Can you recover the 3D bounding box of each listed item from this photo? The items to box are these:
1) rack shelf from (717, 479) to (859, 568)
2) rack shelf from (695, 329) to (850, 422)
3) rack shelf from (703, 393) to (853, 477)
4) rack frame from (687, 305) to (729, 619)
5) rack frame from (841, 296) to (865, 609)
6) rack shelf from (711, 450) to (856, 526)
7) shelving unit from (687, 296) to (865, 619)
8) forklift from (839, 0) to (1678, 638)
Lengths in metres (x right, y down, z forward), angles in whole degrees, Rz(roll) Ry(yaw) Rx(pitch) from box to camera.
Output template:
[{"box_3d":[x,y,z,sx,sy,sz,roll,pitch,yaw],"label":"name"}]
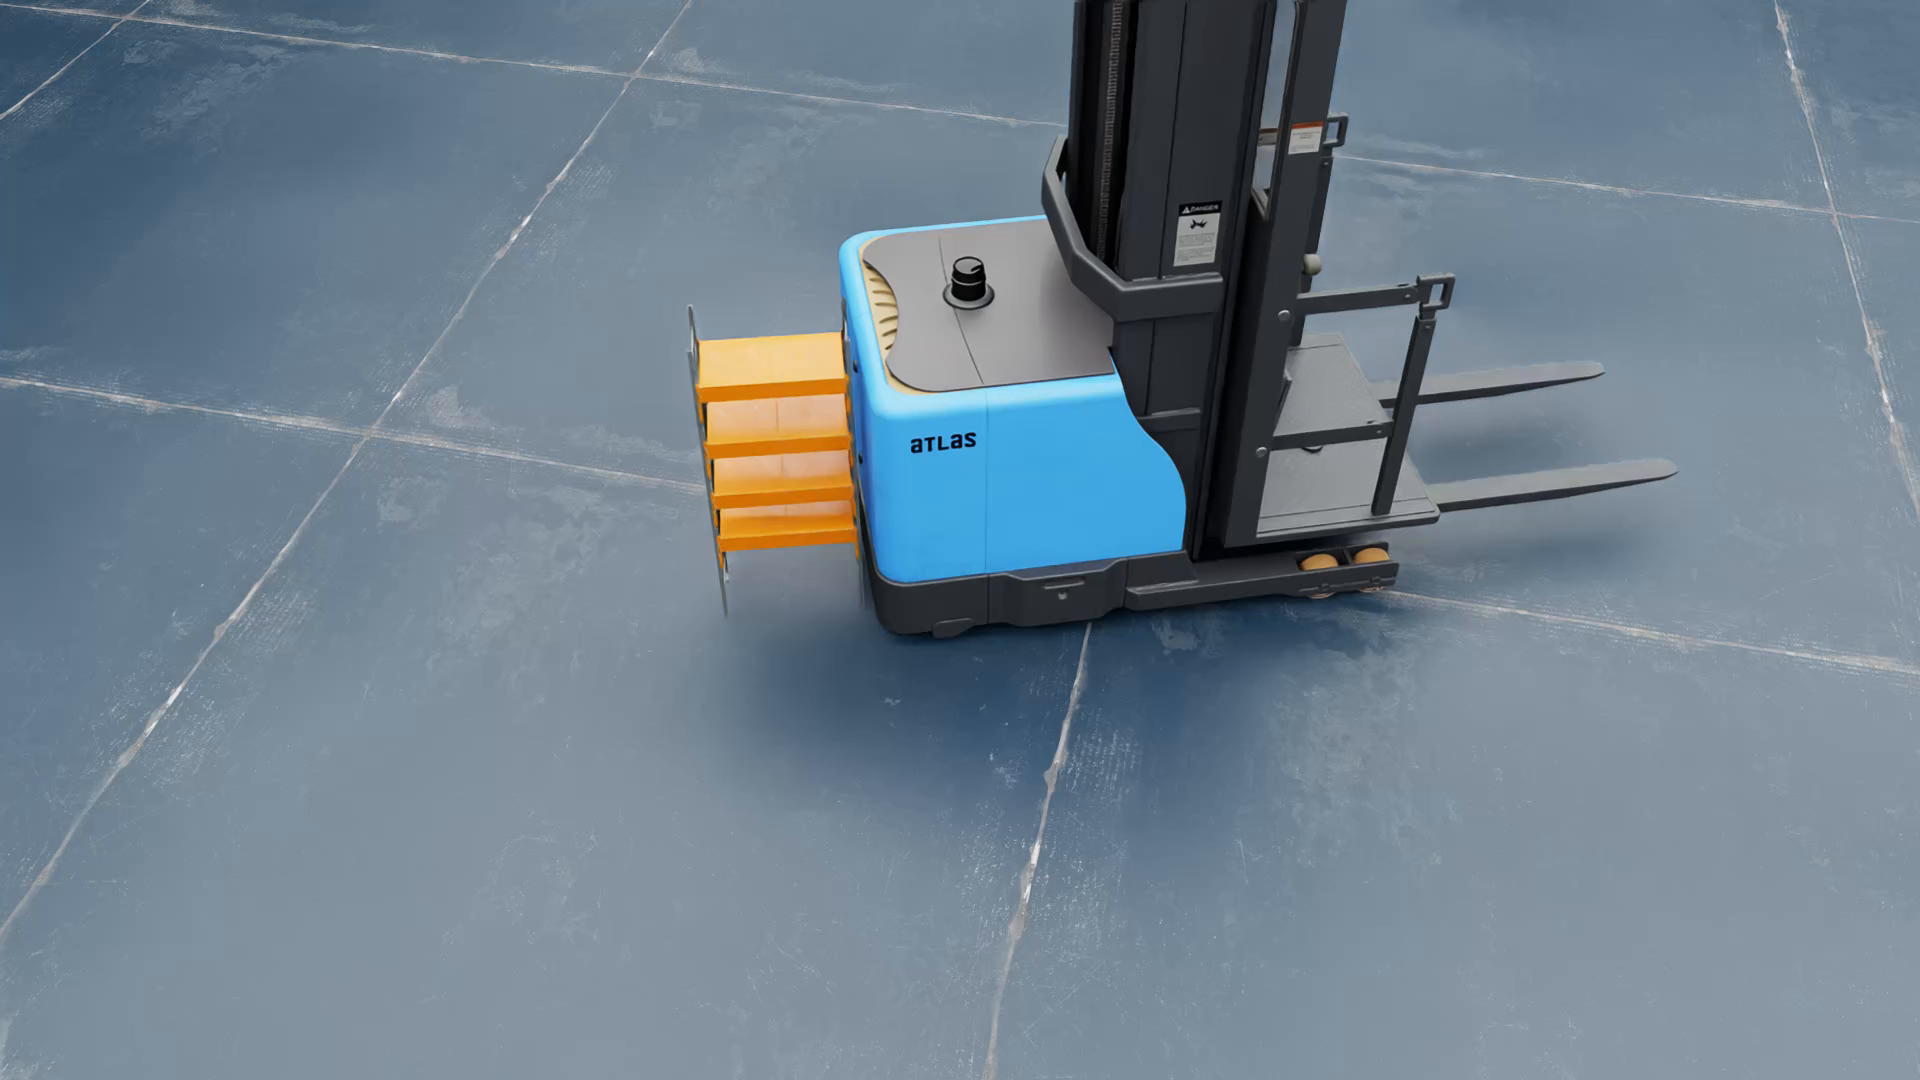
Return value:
[{"box_3d":[-0.605,-0.059,5.829,0.480,0.148,0.258,-4,44,-4],"label":"rack shelf"},{"box_3d":[-0.605,-0.534,5.372,0.480,0.148,0.258,-4,44,-4],"label":"rack shelf"},{"box_3d":[-0.605,-0.363,5.537,0.480,0.148,0.258,-4,44,-4],"label":"rack shelf"},{"box_3d":[-0.848,-0.232,5.626,0.015,1.200,0.240,-4,44,-4],"label":"rack frame"},{"box_3d":[-0.362,-0.268,5.664,0.015,1.200,0.240,-4,44,-4],"label":"rack frame"},{"box_3d":[-0.605,-0.202,5.692,0.480,0.148,0.258,-4,44,-4],"label":"rack shelf"},{"box_3d":[-0.605,-0.250,5.645,0.503,1.200,0.258,-4,44,-4],"label":"shelving unit"},{"box_3d":[1.128,-1.200,5.383,3.031,2.935,1.130,-7,44,-7],"label":"forklift"}]
